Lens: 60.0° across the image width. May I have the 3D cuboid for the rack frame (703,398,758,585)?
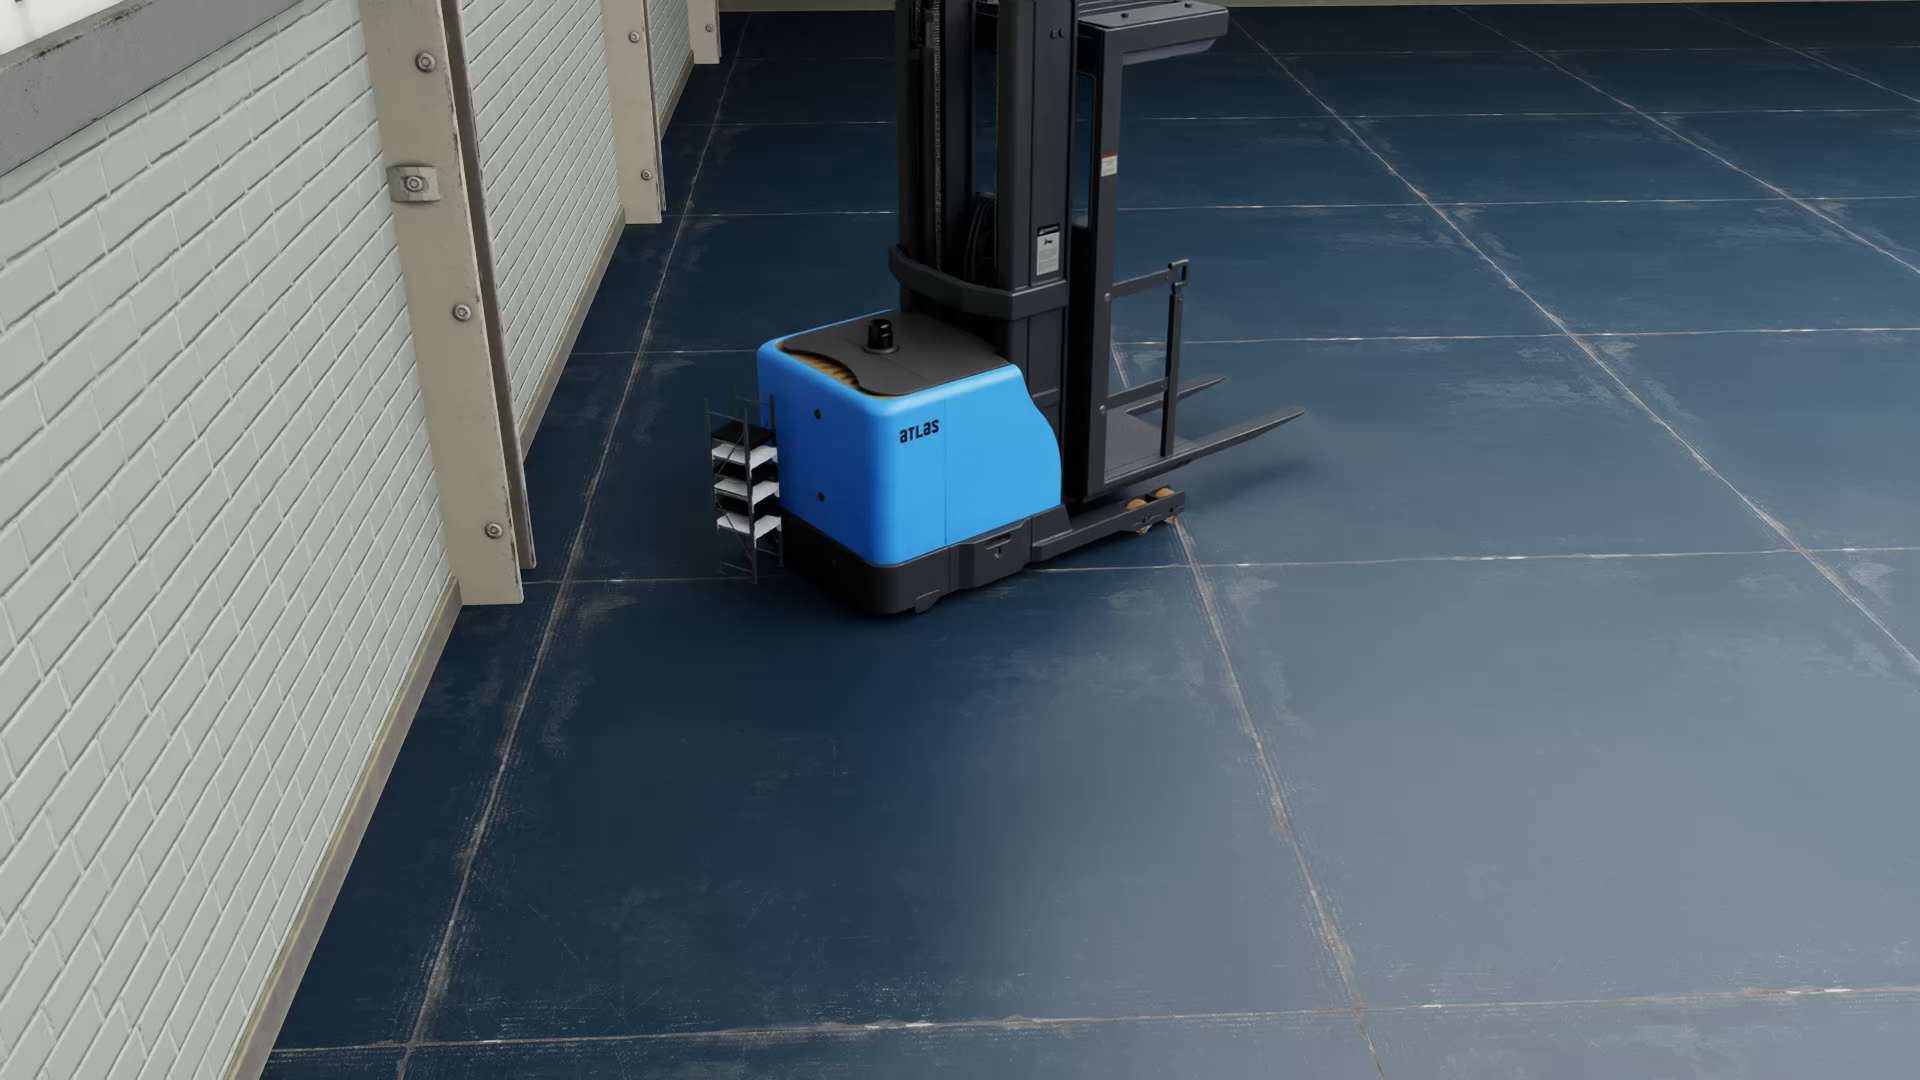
[{"bbox_3d":[-1.059,-0.215,7.690,0.240,0.900,0.006,16,31,28],"label":"rack frame"}]

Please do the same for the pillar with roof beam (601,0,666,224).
[{"bbox_3d":[1.795,-6.659,11.287,9.100,9.000,0.400,-1,28,-3],"label":"pillar with roof beam"}]

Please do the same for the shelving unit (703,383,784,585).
[{"bbox_3d":[-1.006,-0.255,7.767,0.258,0.900,0.210,16,31,28],"label":"shelving unit"}]

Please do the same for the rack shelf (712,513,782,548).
[{"bbox_3d":[-1.006,-0.066,7.865,0.258,0.077,0.200,16,31,28],"label":"rack shelf"}]

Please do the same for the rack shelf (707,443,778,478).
[{"bbox_3d":[-1.006,-0.386,7.699,0.258,0.077,0.200,16,31,28],"label":"rack shelf"}]

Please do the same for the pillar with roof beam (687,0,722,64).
[{"bbox_3d":[1.482,-9.430,16.599,9.100,9.000,0.400,-1,28,-3],"label":"pillar with roof beam"}]

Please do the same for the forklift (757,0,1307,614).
[{"bbox_3d":[0.515,-1.507,7.970,3.031,2.935,1.130,-20,34,-33],"label":"forklift"}]

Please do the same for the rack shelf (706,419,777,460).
[{"bbox_3d":[-1.006,-0.465,7.657,0.258,0.077,0.200,16,31,28],"label":"rack shelf"}]

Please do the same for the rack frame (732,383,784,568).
[{"bbox_3d":[-0.952,-0.295,7.843,0.240,0.900,0.006,16,31,28],"label":"rack frame"}]

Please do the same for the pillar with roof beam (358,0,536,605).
[{"bbox_3d":[2.108,-3.888,5.974,9.100,9.000,0.400,-1,28,-3],"label":"pillar with roof beam"}]

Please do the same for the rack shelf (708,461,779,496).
[{"bbox_3d":[-1.006,-0.306,7.740,0.258,0.077,0.200,16,31,28],"label":"rack shelf"}]

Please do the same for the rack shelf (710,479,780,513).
[{"bbox_3d":[-1.006,-0.226,7.782,0.258,0.077,0.200,16,31,28],"label":"rack shelf"}]

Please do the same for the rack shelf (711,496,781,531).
[{"bbox_3d":[-1.006,-0.146,7.824,0.258,0.077,0.200,16,31,28],"label":"rack shelf"}]
